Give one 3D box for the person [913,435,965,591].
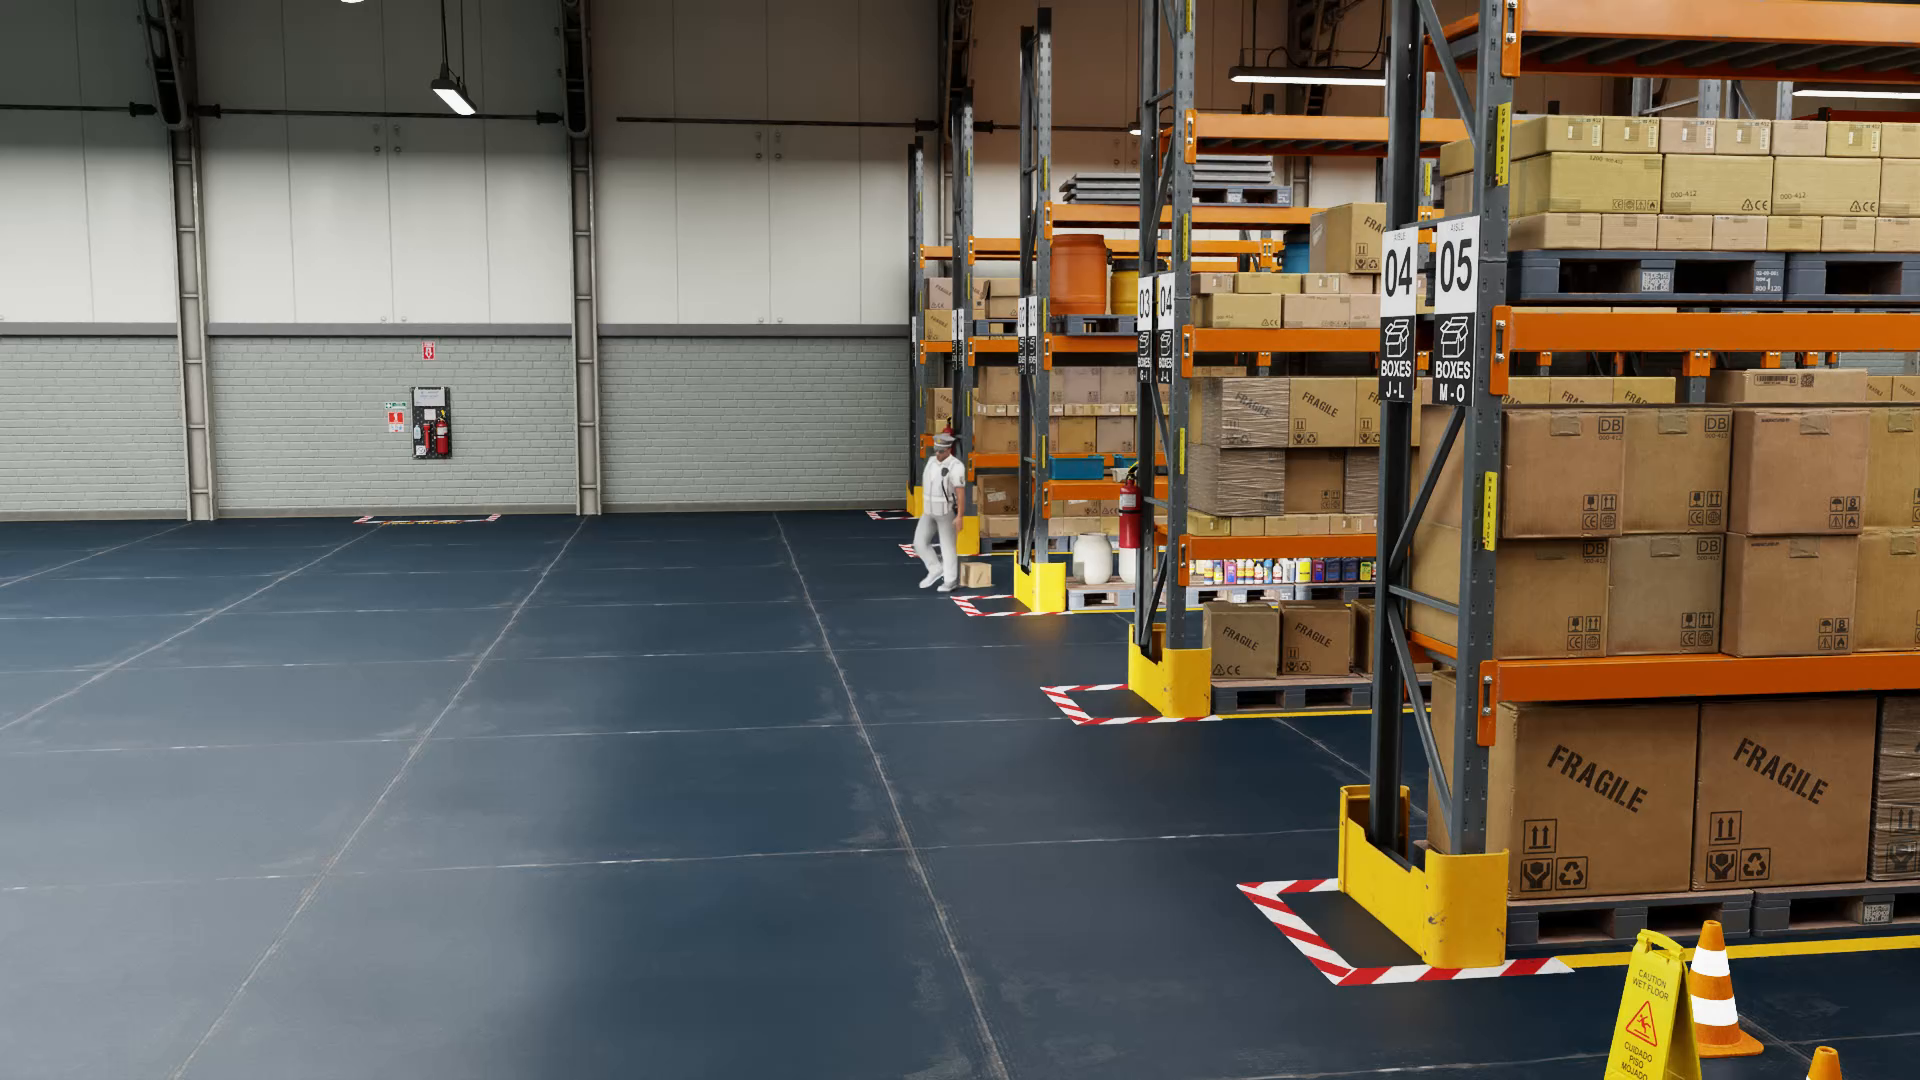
[{"bbox_3d":[-0.199,-0.295,18.229,0.641,1.724,0.492,4,8,33],"label":"person"}]
